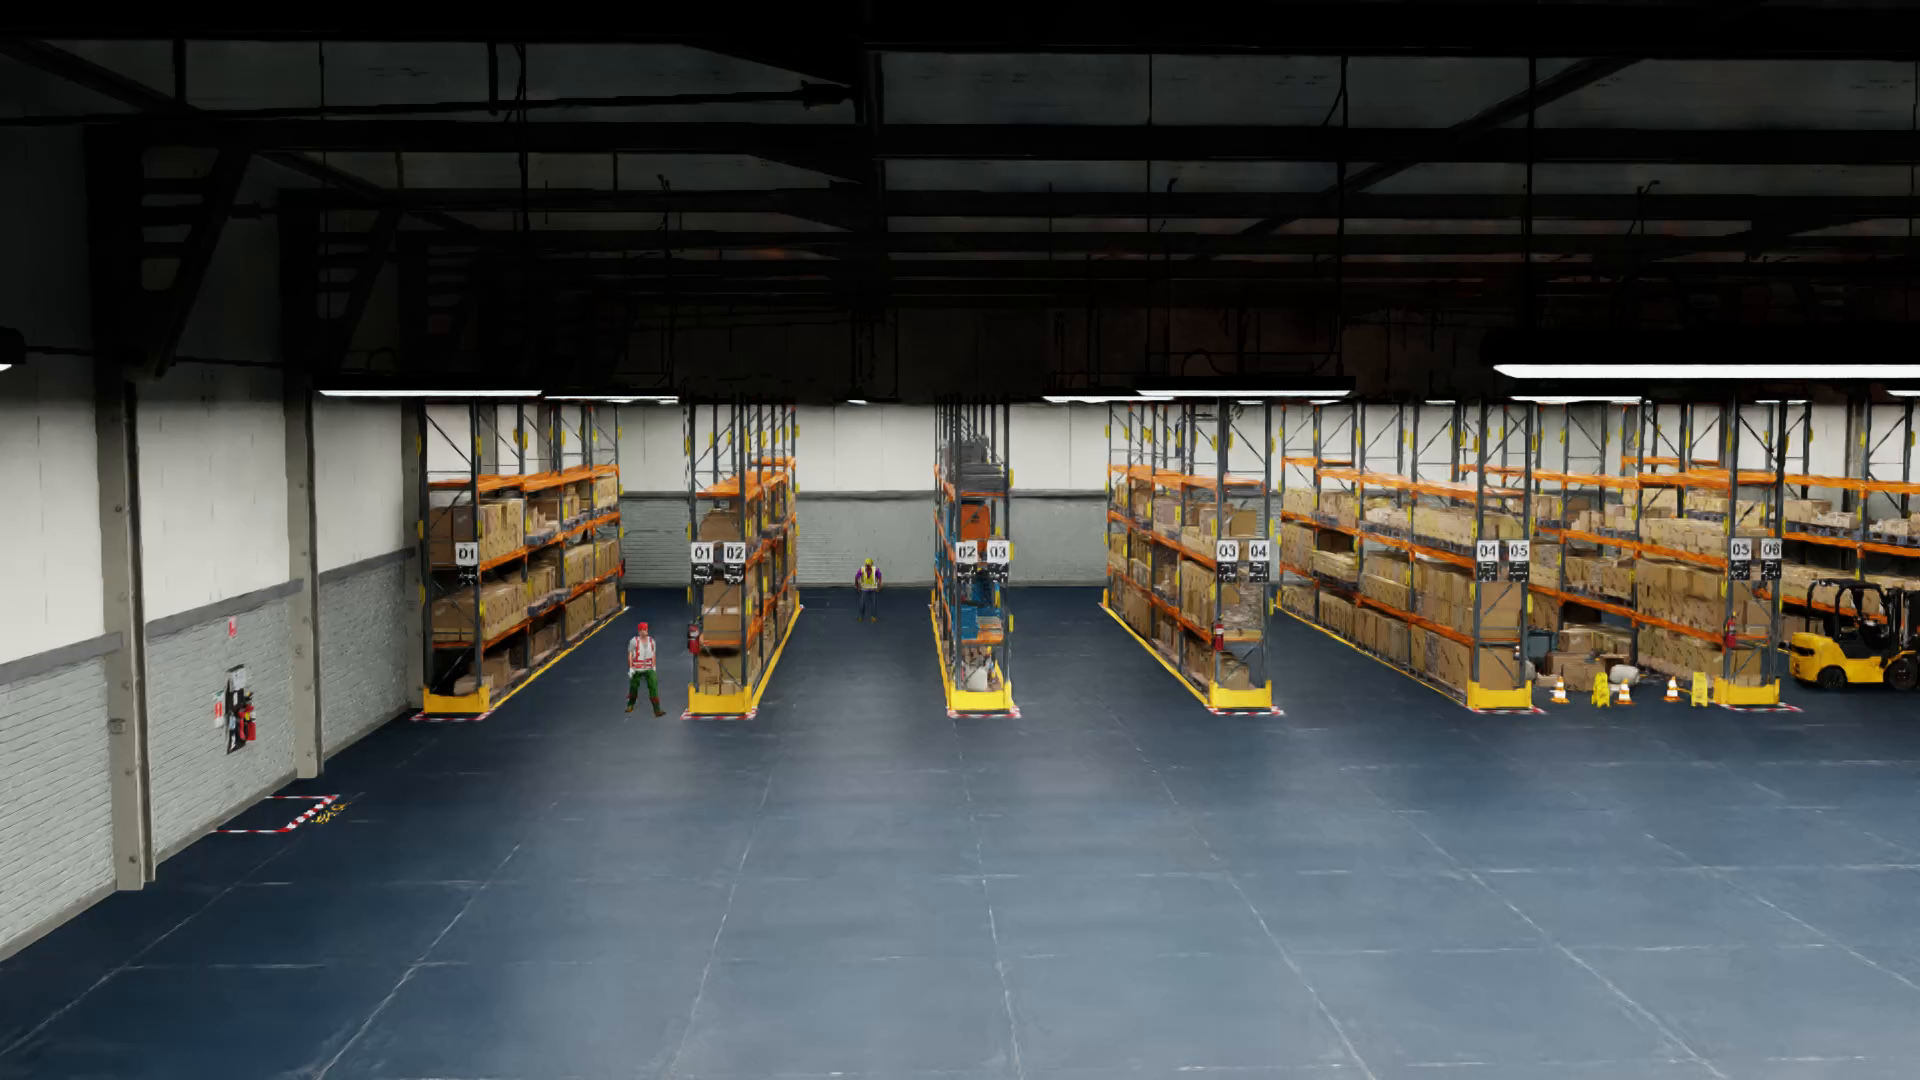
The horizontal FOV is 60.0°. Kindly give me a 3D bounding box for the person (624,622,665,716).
[{"bbox_3d":[-5.871,2.380,30.804,0.586,1.759,0.940,-2,5,-27],"label":"person"}]

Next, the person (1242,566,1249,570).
[{"bbox_3d":[8.138,1.062,47.461,0.677,1.742,0.551,0,5,-3],"label":"person"}]

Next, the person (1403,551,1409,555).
[{"bbox_3d":[12.646,1.126,47.005,0.475,1.656,0.564,-1,5,-7],"label":"person"}]

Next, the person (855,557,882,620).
[{"bbox_3d":[-2.447,1.313,44.490,0.719,1.714,0.578,0,5,-4],"label":"person"}]

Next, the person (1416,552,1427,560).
[{"bbox_3d":[14.031,0.833,50.600,0.438,1.659,0.621,-3,6,-37],"label":"person"}]
